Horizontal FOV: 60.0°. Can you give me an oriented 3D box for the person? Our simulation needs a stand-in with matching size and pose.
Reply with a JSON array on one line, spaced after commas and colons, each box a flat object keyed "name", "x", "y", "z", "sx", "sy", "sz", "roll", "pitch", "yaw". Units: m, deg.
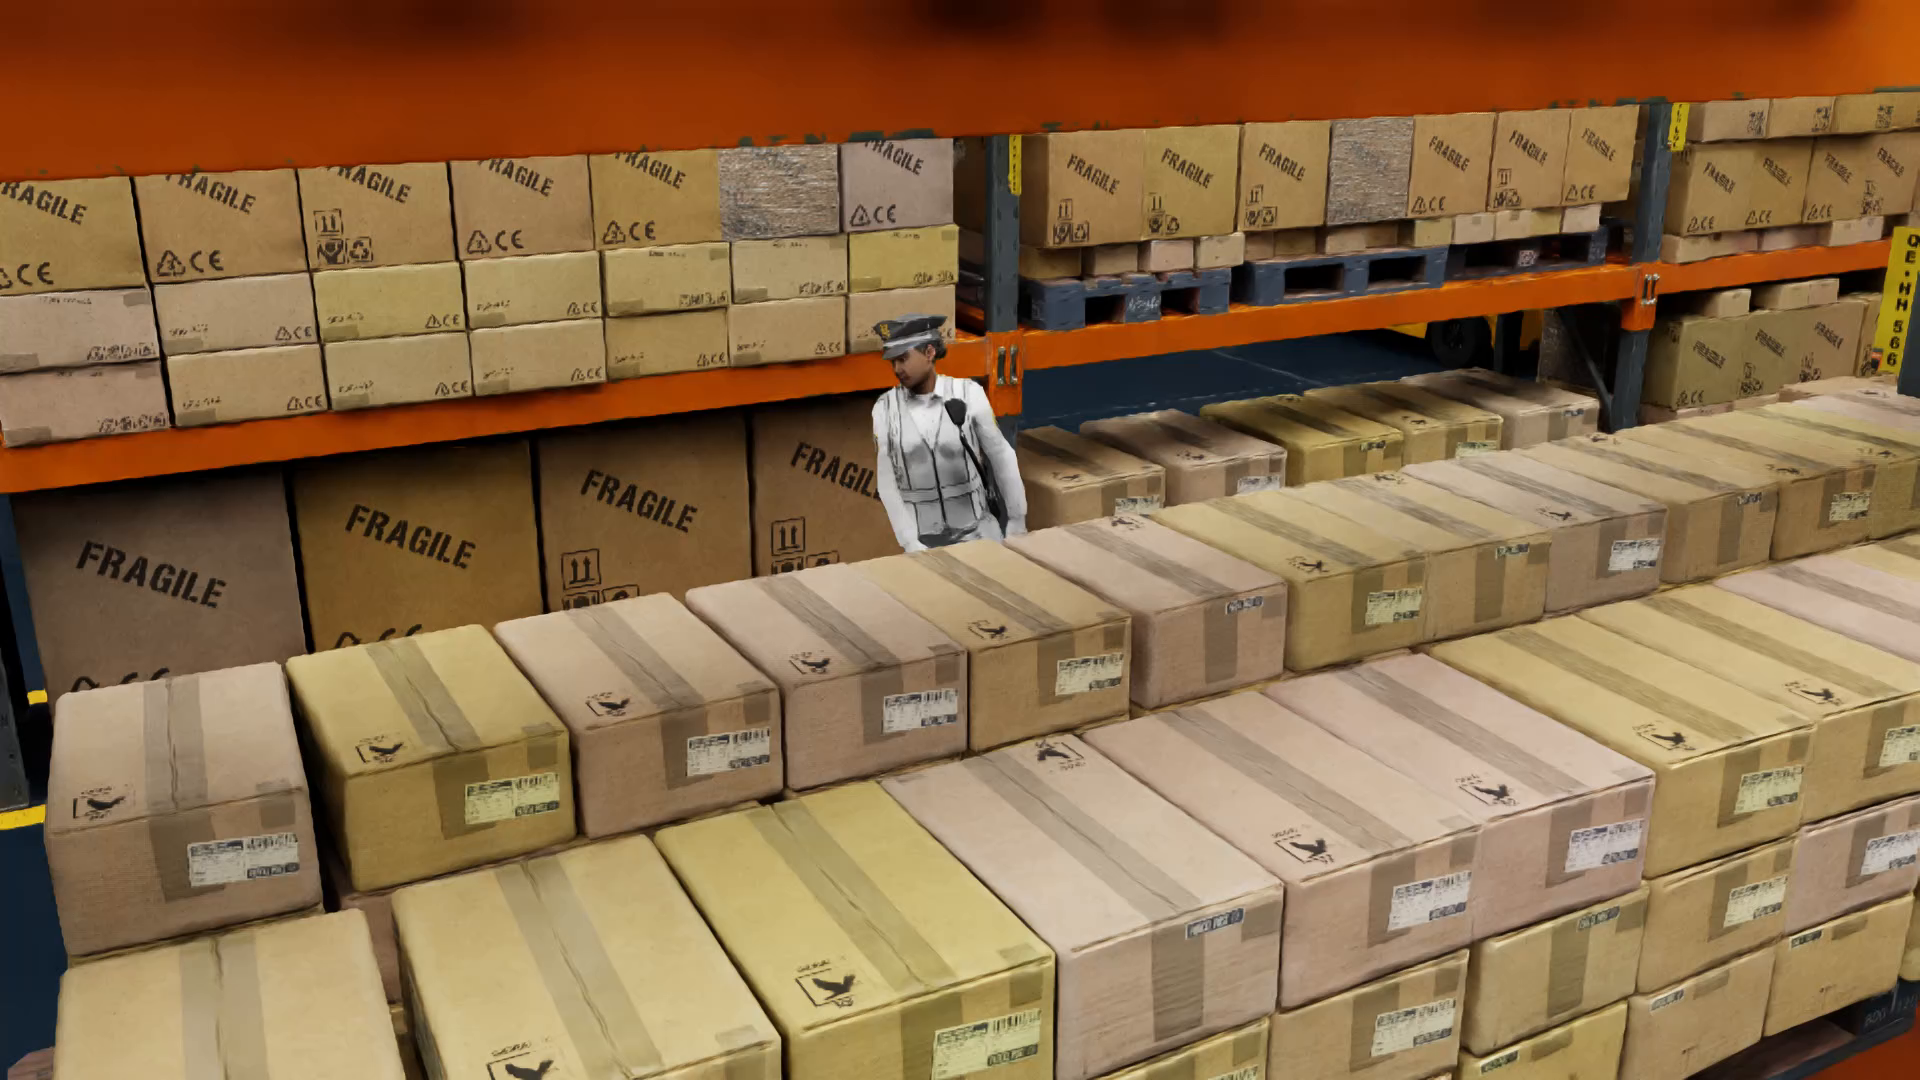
[{"name": "person", "x": -0.006, "y": -0.045, "z": 6.185, "sx": 0.625, "sy": 1.625, "sz": 0.488, "roll": 1, "pitch": 19, "yaw": 4}]
